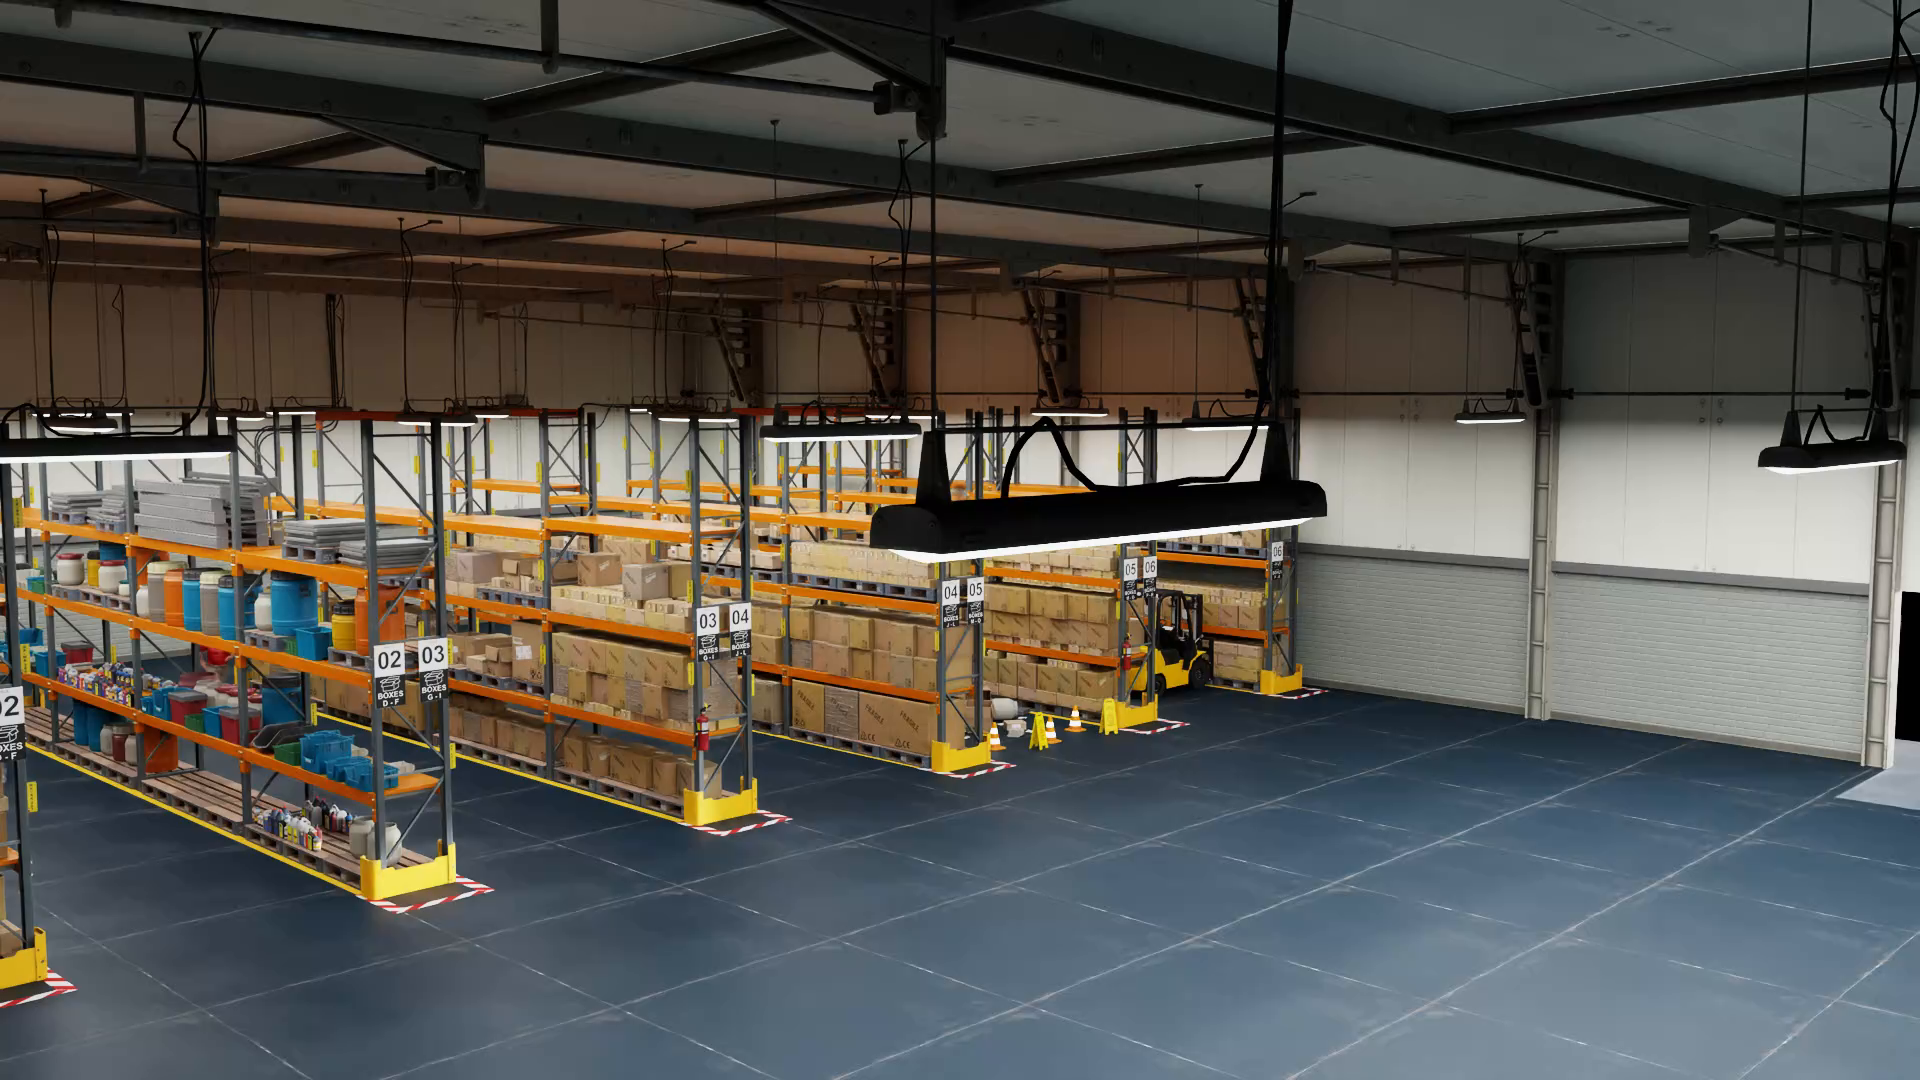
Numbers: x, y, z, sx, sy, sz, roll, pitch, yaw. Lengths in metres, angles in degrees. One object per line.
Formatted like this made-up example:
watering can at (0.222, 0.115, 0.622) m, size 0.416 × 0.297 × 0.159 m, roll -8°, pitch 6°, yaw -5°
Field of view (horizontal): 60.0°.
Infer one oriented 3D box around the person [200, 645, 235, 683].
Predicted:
person at (-14.540, 2.597, 32.600) m, size 0.692 × 1.805 × 0.738 m, roll -4°, pitch 7°, yaw -41°

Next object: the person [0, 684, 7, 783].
person at (-15.748, 3.128, 27.271) m, size 0.542 × 1.607 × 0.733 m, roll -4°, pitch 7°, yaw -40°
